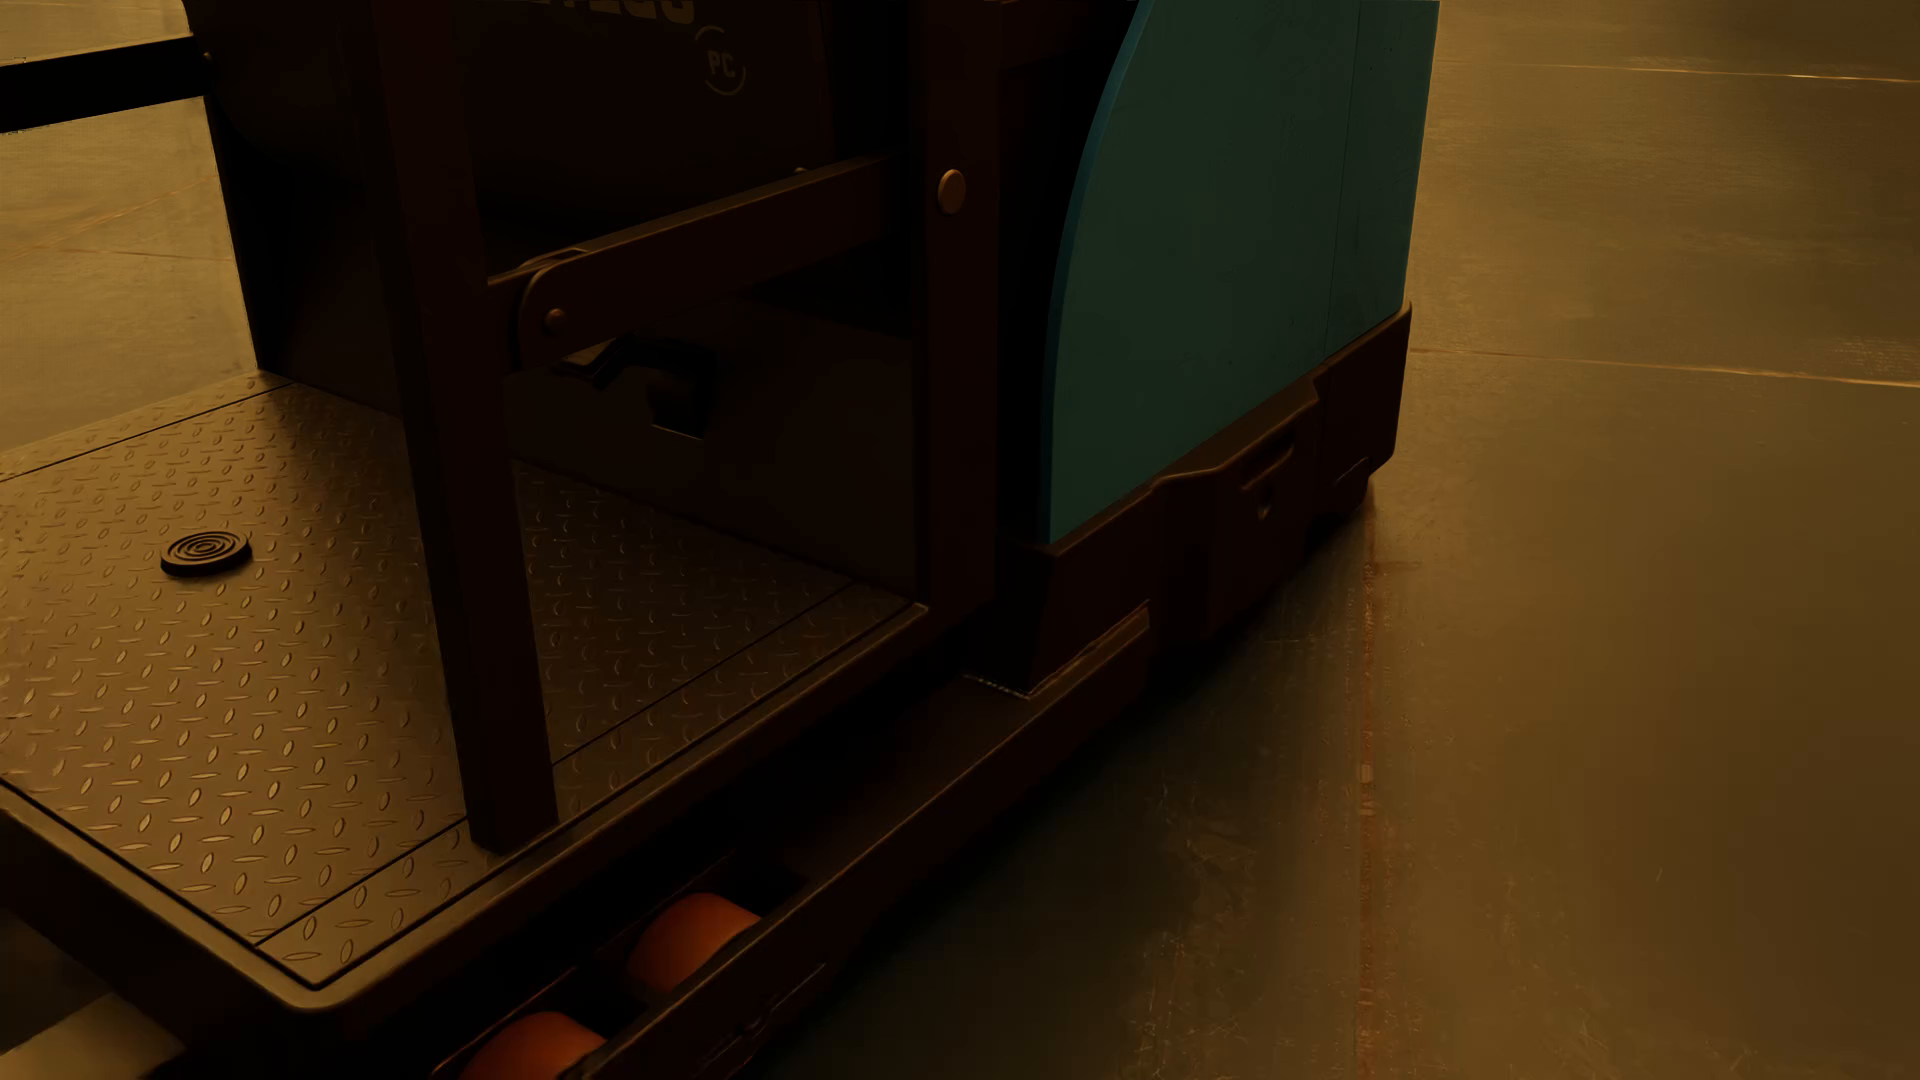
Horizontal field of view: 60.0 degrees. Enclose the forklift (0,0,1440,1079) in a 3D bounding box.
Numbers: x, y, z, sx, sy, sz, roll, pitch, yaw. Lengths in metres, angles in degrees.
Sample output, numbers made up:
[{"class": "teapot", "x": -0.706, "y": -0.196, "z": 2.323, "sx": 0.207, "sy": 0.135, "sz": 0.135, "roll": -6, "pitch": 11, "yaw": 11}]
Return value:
[{"class": "forklift", "x": -0.584, "y": -0.993, "z": 1.213, "sx": 1.130, "sy": 2.935, "sz": 3.031, "roll": 18, "pitch": 32, "yaw": 32}]
